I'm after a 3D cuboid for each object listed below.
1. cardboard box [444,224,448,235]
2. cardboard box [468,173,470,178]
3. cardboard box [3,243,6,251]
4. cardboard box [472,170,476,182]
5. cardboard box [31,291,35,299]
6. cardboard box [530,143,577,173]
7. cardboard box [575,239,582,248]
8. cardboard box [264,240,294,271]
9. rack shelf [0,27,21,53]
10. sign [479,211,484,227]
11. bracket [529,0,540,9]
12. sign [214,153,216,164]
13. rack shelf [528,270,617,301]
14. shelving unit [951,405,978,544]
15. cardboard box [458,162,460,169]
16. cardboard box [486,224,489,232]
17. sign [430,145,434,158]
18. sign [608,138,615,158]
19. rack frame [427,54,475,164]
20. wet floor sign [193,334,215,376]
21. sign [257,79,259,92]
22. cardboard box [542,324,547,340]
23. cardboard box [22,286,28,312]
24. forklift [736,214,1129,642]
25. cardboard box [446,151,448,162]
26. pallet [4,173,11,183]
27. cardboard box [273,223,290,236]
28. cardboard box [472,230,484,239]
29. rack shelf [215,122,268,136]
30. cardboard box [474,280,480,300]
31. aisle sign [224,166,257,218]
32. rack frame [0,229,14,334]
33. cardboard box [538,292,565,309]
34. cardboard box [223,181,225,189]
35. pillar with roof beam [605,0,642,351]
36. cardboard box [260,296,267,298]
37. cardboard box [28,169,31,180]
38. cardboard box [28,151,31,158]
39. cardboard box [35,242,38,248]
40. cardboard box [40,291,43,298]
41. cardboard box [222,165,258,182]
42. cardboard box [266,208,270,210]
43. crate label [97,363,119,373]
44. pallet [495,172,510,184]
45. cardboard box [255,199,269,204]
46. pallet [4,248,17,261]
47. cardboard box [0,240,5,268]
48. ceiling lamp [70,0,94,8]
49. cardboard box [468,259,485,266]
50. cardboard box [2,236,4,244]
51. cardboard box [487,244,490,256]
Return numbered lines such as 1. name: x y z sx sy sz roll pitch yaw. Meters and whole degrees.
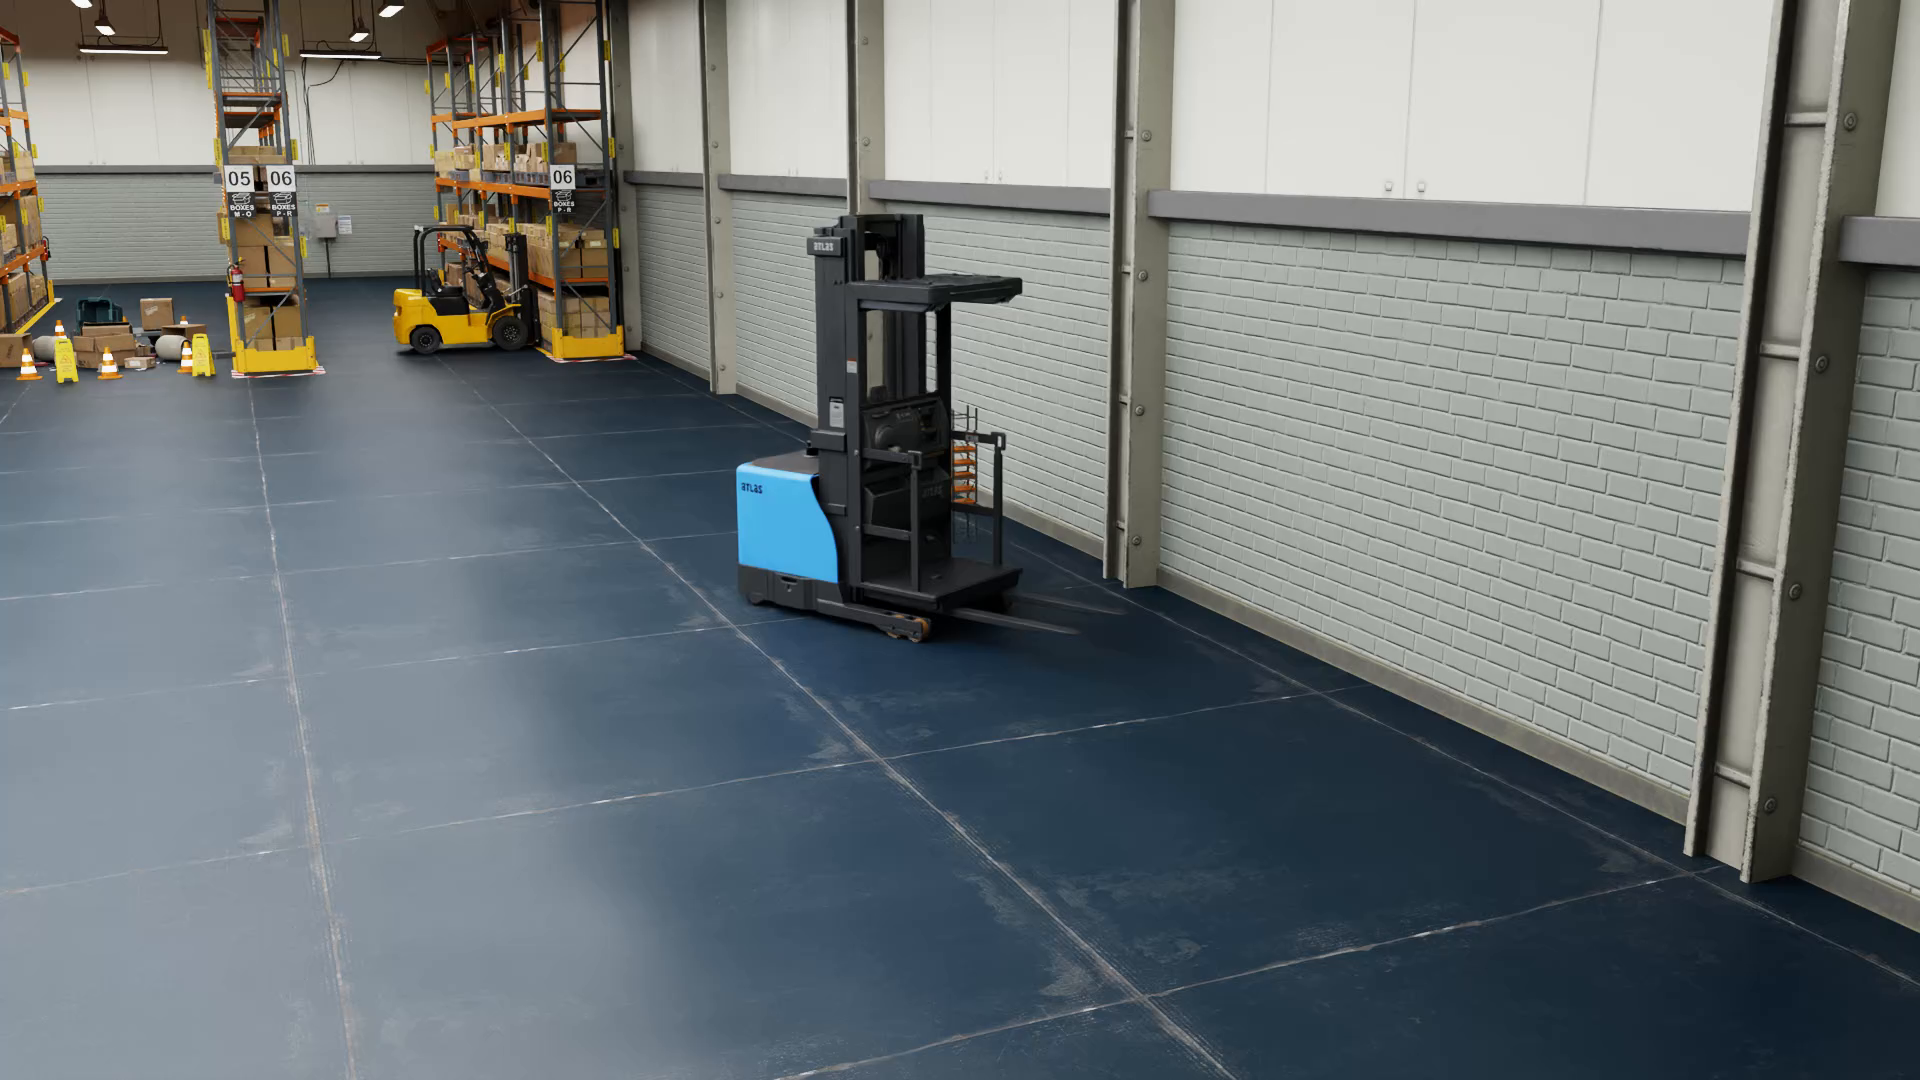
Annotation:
1. cardboard box: -12.440 -7.676 41.058 0.500 0.250 0.500 -6 14 -24
2. cardboard box: -11.596 -8.491 38.811 0.380 0.149 0.250 -6 14 -23
3. cardboard box: -19.049 -5.776 32.798 0.380 0.149 0.250 -5 14 -21
4. cardboard box: -10.209 -7.855 35.835 0.500 0.250 0.500 -6 14 -23
5. cardboard box: -20.075 -5.252 35.642 0.380 0.149 0.250 -5 14 -20
6. cardboard box: -7.093 -6.679 29.048 0.700 0.500 0.500 -6 14 -23
7. cardboard box: -6.430 -5.129 28.718 0.380 0.149 0.250 -6 14 -23
8. cardboard box: -11.483 -4.809 28.115 0.500 0.500 0.500 -6 14 -24
9. rack shelf: -21.024 -10.792 35.768 1.077 0.370 4.000 -6 14 -23
10. sign: -10.072 -6.753 35.002 0.100 0.325 0.005 -6 14 -23
11. bracket: -8.390 -10.649 32.941 0.235 0.232 0.430 -6 14 -23
12. sign: -16.235 -8.357 36.351 0.100 0.325 0.005 -6 14 -23
13. rack shelf: -7.175 -4.688 30.069 1.077 0.370 4.000 -6 14 -23
14. shelving unit: 0.006 -0.582 14.722 0.258 1.200 0.189 -6 14 -23
15. cardboard box: -11.014 -8.389 37.214 0.380 0.149 0.250 -6 14 -24
16. cardboard box: -9.721 -6.551 34.860 0.380 0.149 0.250 -5 14 -21
17. sign: -13.280 -9.769 41.837 0.100 0.325 0.005 -6 14 -23
18. sign: -5.863 -6.600 27.968 0.100 0.325 0.005 -6 14 -23
19. rack frame: -12.783 -10.854 41.809 1.000 3.000 0.127 -6 14 -23
20. wet floor sign: -11.825 -2.893 25.941 0.267 0.644 0.232 -1 13 -4
21. sign: -16.827 -10.944 39.954 0.100 0.325 0.005 -6 14 -23
22. cardboard box: -7.042 -3.663 29.209 0.500 0.250 0.500 -6 14 -23
23. cardboard box: -19.490 -4.938 34.167 0.500 0.500 0.500 -6 14 -24
24. forklift: -0.226 -0.842 12.006 3.031 2.935 1.130 10 16 36
25. cardboard box: -12.010 -9.174 39.766 0.500 0.250 0.500 -5 14 -22
26. pallet: -19.655 -7.206 33.118 1.213 0.211 1.003 -6 14 -23
27. cardboard box: -12.448 -5.524 30.271 0.500 0.500 0.500 -5 14 -22
28. cardboard box: -10.298 -6.599 36.129 0.500 0.250 0.500 -6 14 -26
29. rack shelf: -14.926 -8.620 34.639 1.077 0.370 4.000 -6 14 -23
30. cardboard box: -10.573 -5.651 37.246 0.500 0.500 0.500 -6 14 -25
31. aisle sign: -11.162 -5.404 25.801 0.394 0.787 0.004 -6 14 -23
32. rack frame: -18.620 -5.361 31.382 1.000 3.000 0.127 -6 14 -23
33. cardboard box: -7.266 -4.253 29.542 0.500 0.250 0.500 -5 14 -22
34. cardboard box: -11.976 -5.877 27.516 0.380 0.149 0.250 -6 14 -24
35. pillar with roof beam: -9.772 -7.385 26.820 9.100 9.000 0.400 -6 14 -23
36. cardboard box: -12.309 -3.977 28.906 0.500 0.500 0.500 -5 14 -21
37. cardboard box: -21.003 -8.124 36.999 0.500 0.250 0.500 -5 14 -21
38. cardboard box: -21.423 -8.798 37.918 0.380 0.149 0.250 -6 14 -23
39. cardboard box: -21.132 -6.694 37.697 0.380 0.149 0.250 -5 14 -21
40. cardboard box: -20.930 -5.537 37.531 0.380 0.149 0.250 -6 14 -25
41. cardboard box: -11.373 -5.791 26.259 0.500 0.250 0.500 -6 14 -24
42. cardboard box: -14.099 -6.489 33.816 0.500 0.500 0.500 -6 14 -25
43. crate label: -13.528 -2.740 26.407 0.298 0.136 0.250 9 16 35
44. pallet: -8.774 -7.285 33.459 1.003 0.211 1.213 -5 14 -20
45. cardboard box: -15.616 -7.596 37.160 0.380 0.149 0.250 -6 14 -24
46. pallet: -19.451 -5.673 33.155 1.003 0.211 1.213 -6 14 -23
47. cardboard box: -18.194 -5.341 31.073 0.500 0.500 0.500 -6 14 -23
48. ceiling lamp: -14.470 -10.544 27.526 0.800 3.185 2.000 -6 14 -23
49. cardboard box: -11.133 -6.405 38.405 0.380 0.149 0.250 -6 14 -26
50. cardboard box: -18.952 -5.869 32.542 0.380 0.149 0.250 -6 14 -23
51. cardboard box: -9.625 -6.091 34.870 0.500 0.250 0.500 -6 14 -23
